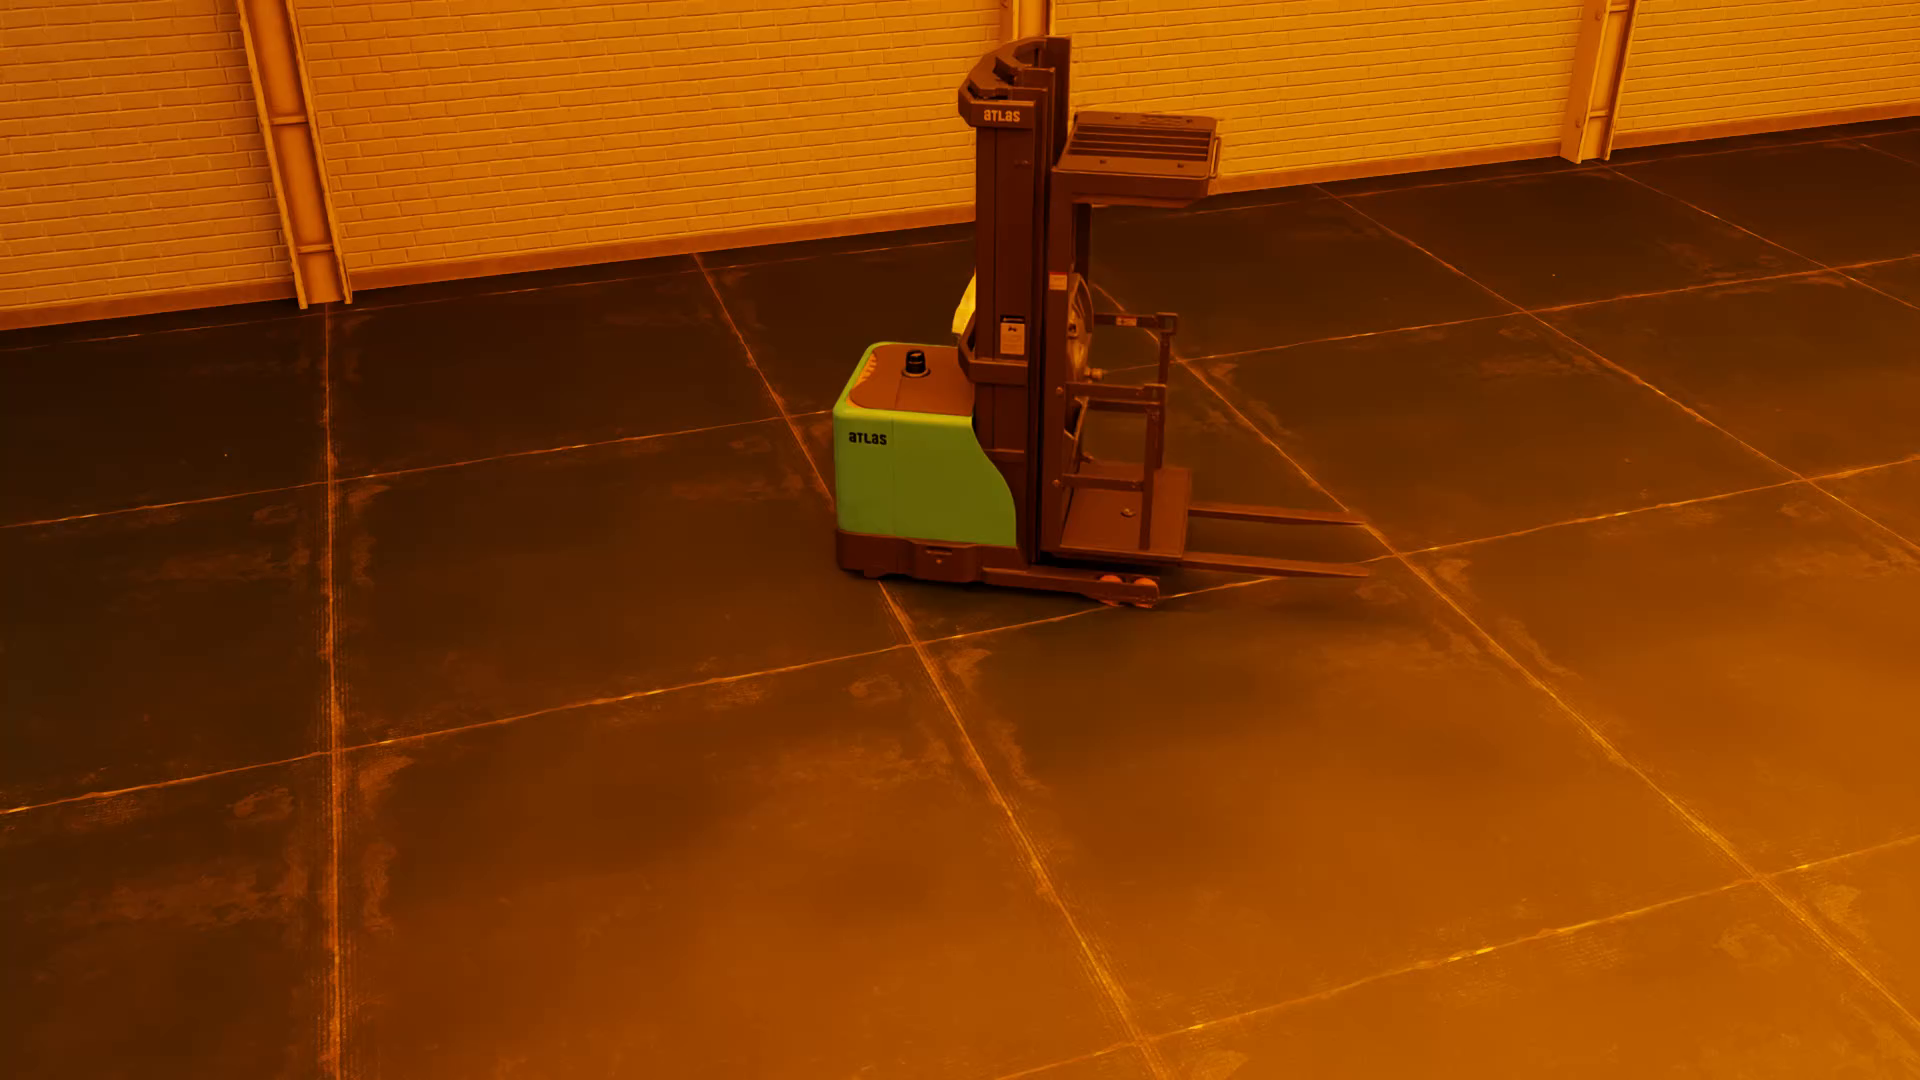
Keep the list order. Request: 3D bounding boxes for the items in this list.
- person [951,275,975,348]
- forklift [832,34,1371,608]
[{"bbox_3d":[0.426,-1.349,10.852,0.901,1.512,1.030,-9,31,-16],"label":"person"},{"bbox_3d":[0.847,-1.174,9.127,3.031,2.935,1.130,5,30,9],"label":"forklift"}]
